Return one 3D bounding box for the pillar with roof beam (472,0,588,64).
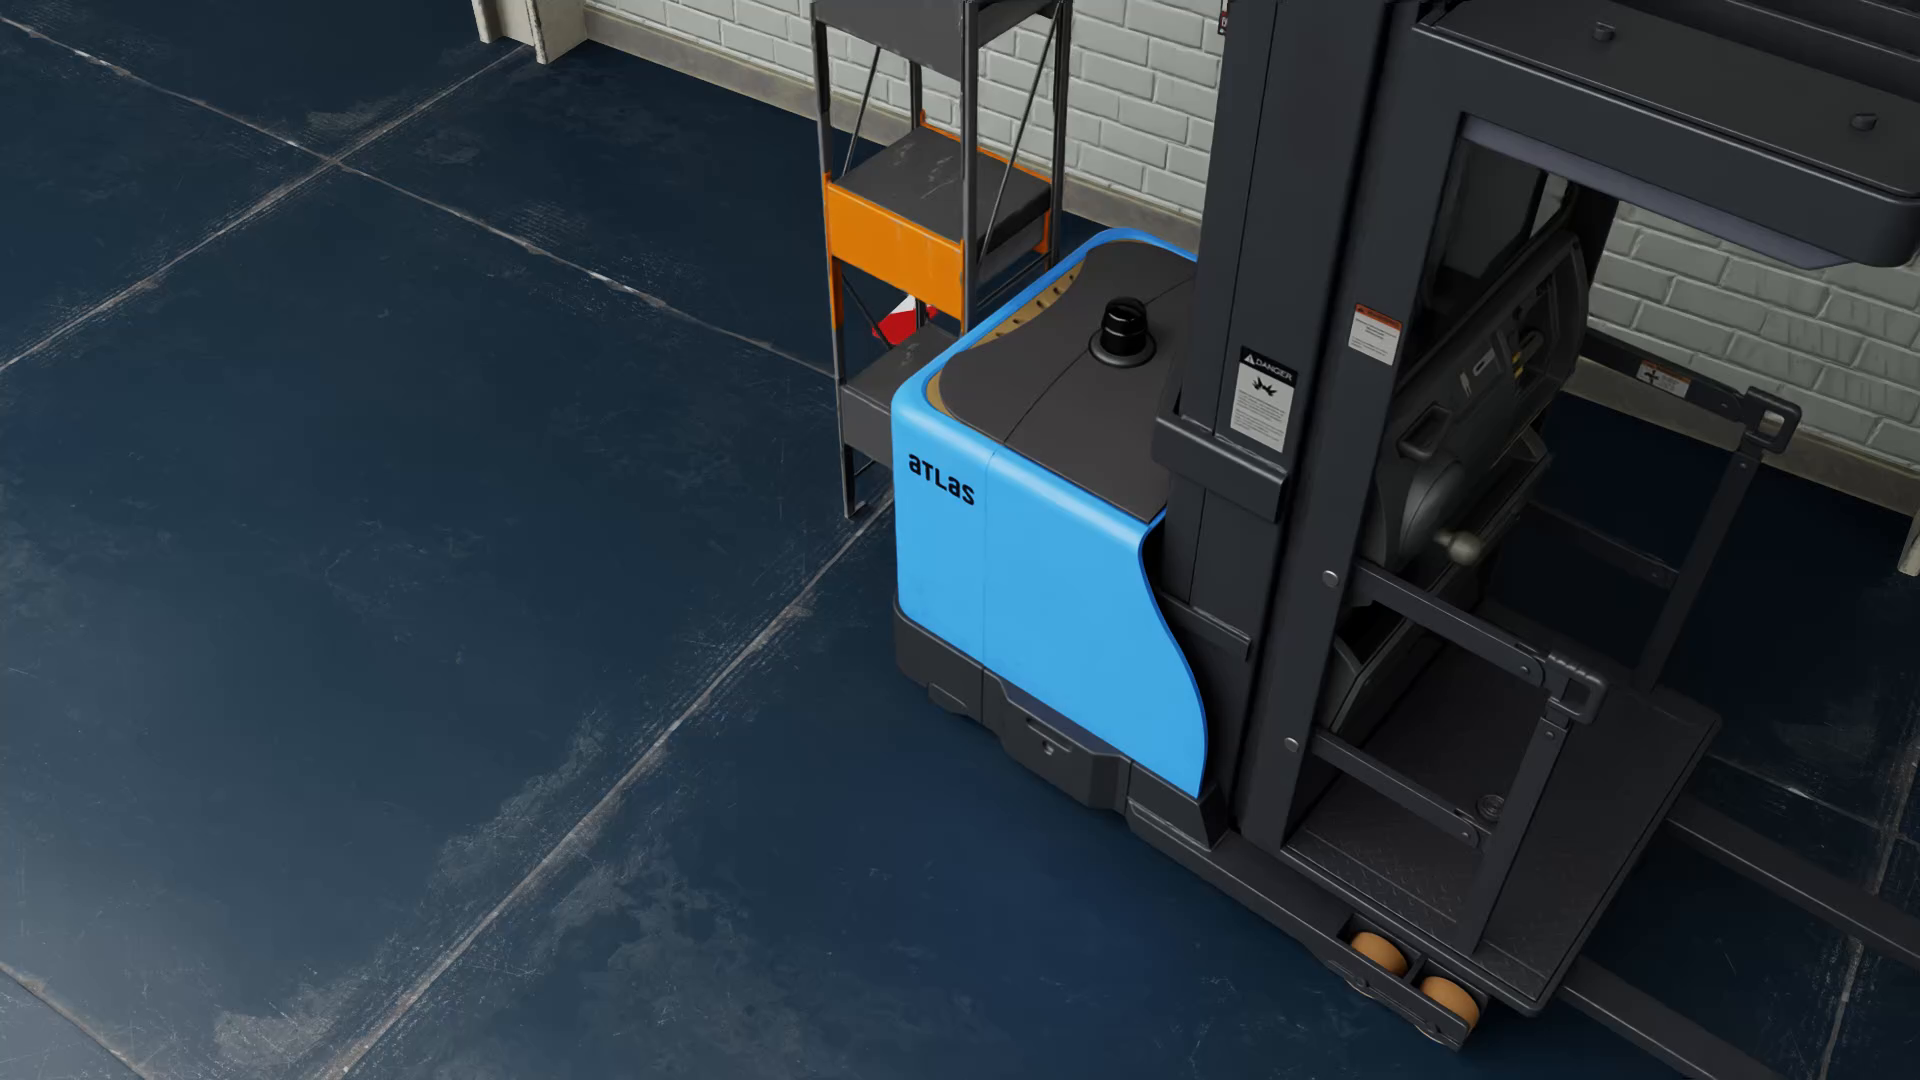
[{"bbox_3d":[-4.218,-2.784,1.681,0.400,9.000,9.100,25,51,22],"label":"pillar with roof beam"}]

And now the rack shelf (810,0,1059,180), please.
[{"bbox_3d":[-0.047,-1.278,4.070,0.480,0.518,0.431,30,53,26],"label":"rack shelf"}]

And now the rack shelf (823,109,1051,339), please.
[{"bbox_3d":[-0.047,-0.790,4.572,0.480,0.518,0.431,30,53,26],"label":"rack shelf"}]

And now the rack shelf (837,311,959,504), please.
[{"bbox_3d":[-0.047,-0.302,5.074,0.480,0.518,0.431,30,53,26],"label":"rack shelf"}]

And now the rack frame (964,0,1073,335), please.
[{"bbox_3d":[0.141,-0.688,4.455,0.015,2.100,0.400,30,53,26],"label":"rack frame"}]

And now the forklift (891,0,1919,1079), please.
[{"bbox_3d":[1.271,-0.229,3.429,3.031,2.935,1.130,30,53,26],"label":"forklift"}]

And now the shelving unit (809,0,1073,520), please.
[{"bbox_3d":[-0.047,-0.799,4.563,0.503,2.100,0.431,30,53,26],"label":"shelving unit"}]

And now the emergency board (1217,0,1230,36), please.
[{"bbox_3d":[1.097,-1.949,5.052,0.643,1.169,0.194,25,51,22],"label":"emergency board"}]

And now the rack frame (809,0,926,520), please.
[{"bbox_3d":[-0.236,-0.910,4.671,0.015,2.100,0.400,30,53,26],"label":"rack frame"}]
